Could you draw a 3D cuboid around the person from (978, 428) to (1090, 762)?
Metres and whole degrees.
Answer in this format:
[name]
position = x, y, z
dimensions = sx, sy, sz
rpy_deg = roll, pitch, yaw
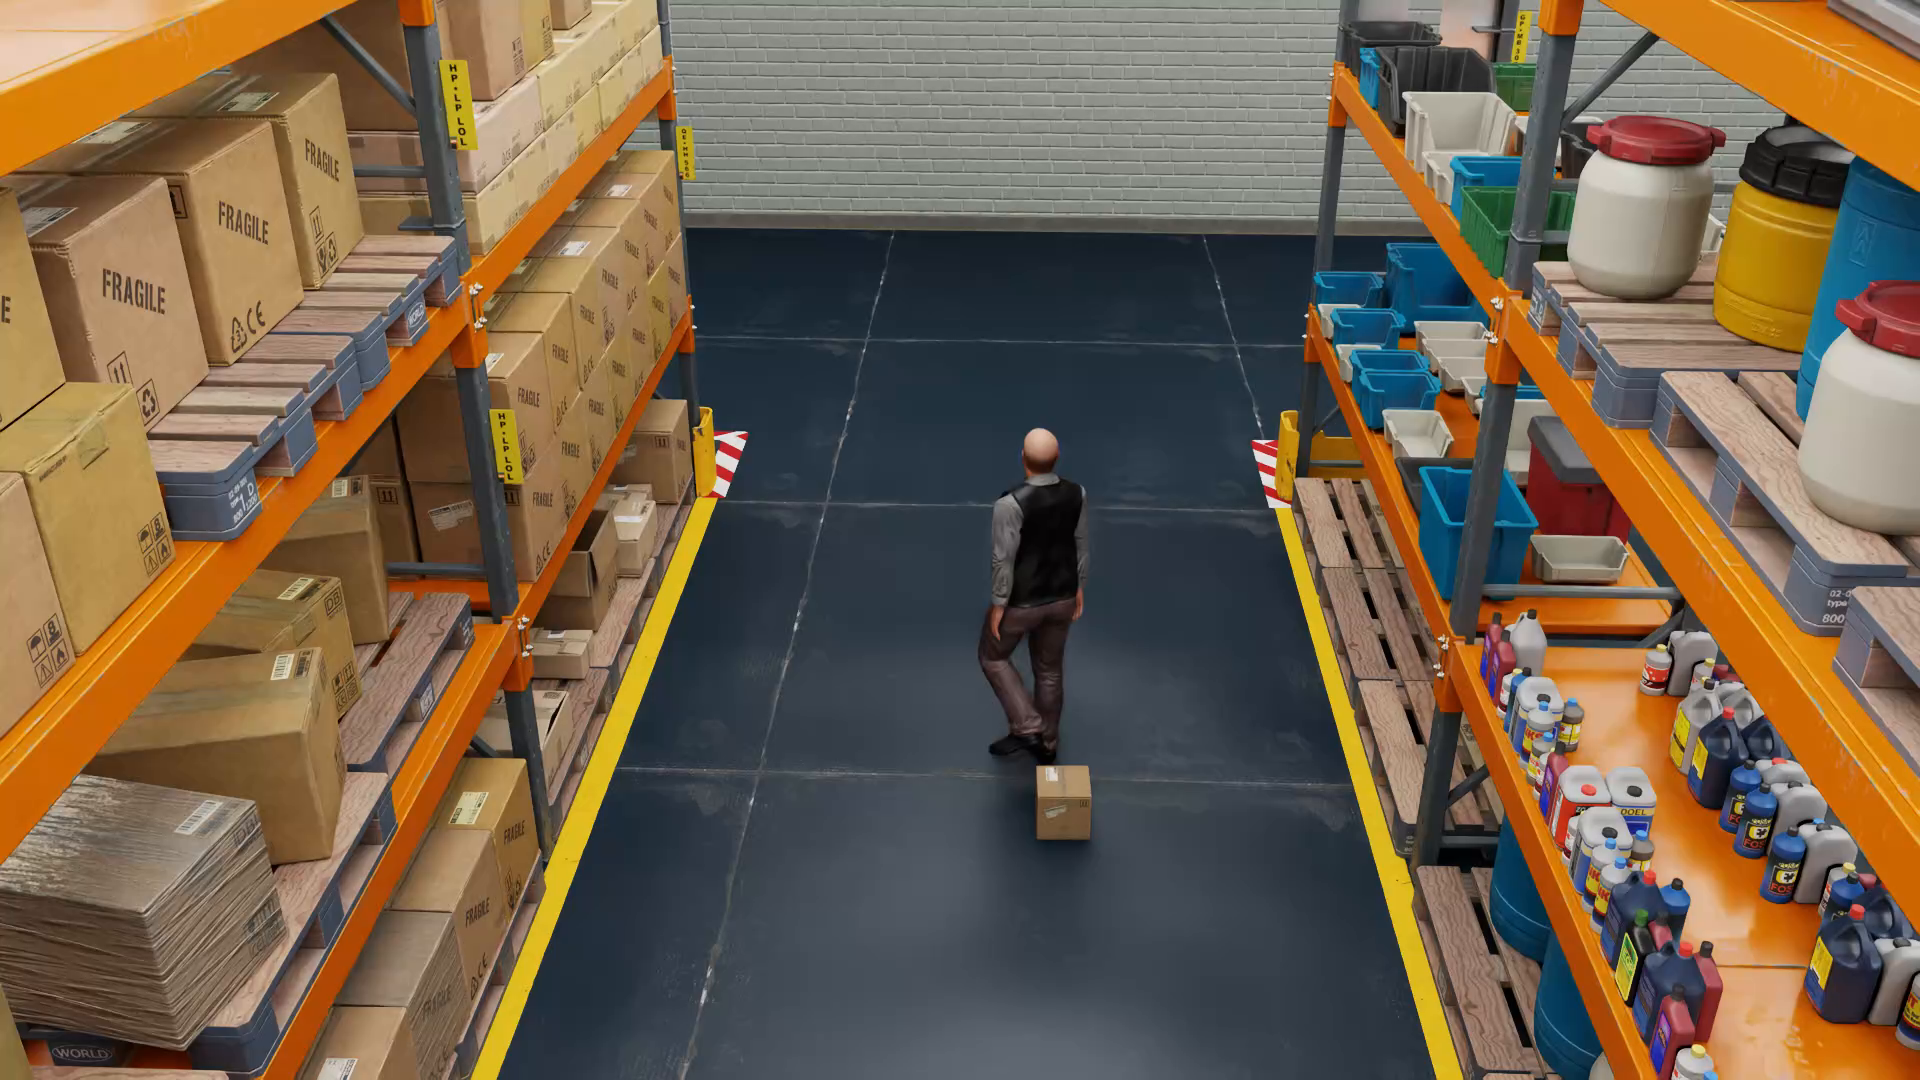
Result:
[person]
position = 0.384, 0.300, 8.057
dimensions = 0.578, 1.713, 0.477
rpy_deg = -13, 31, -23
